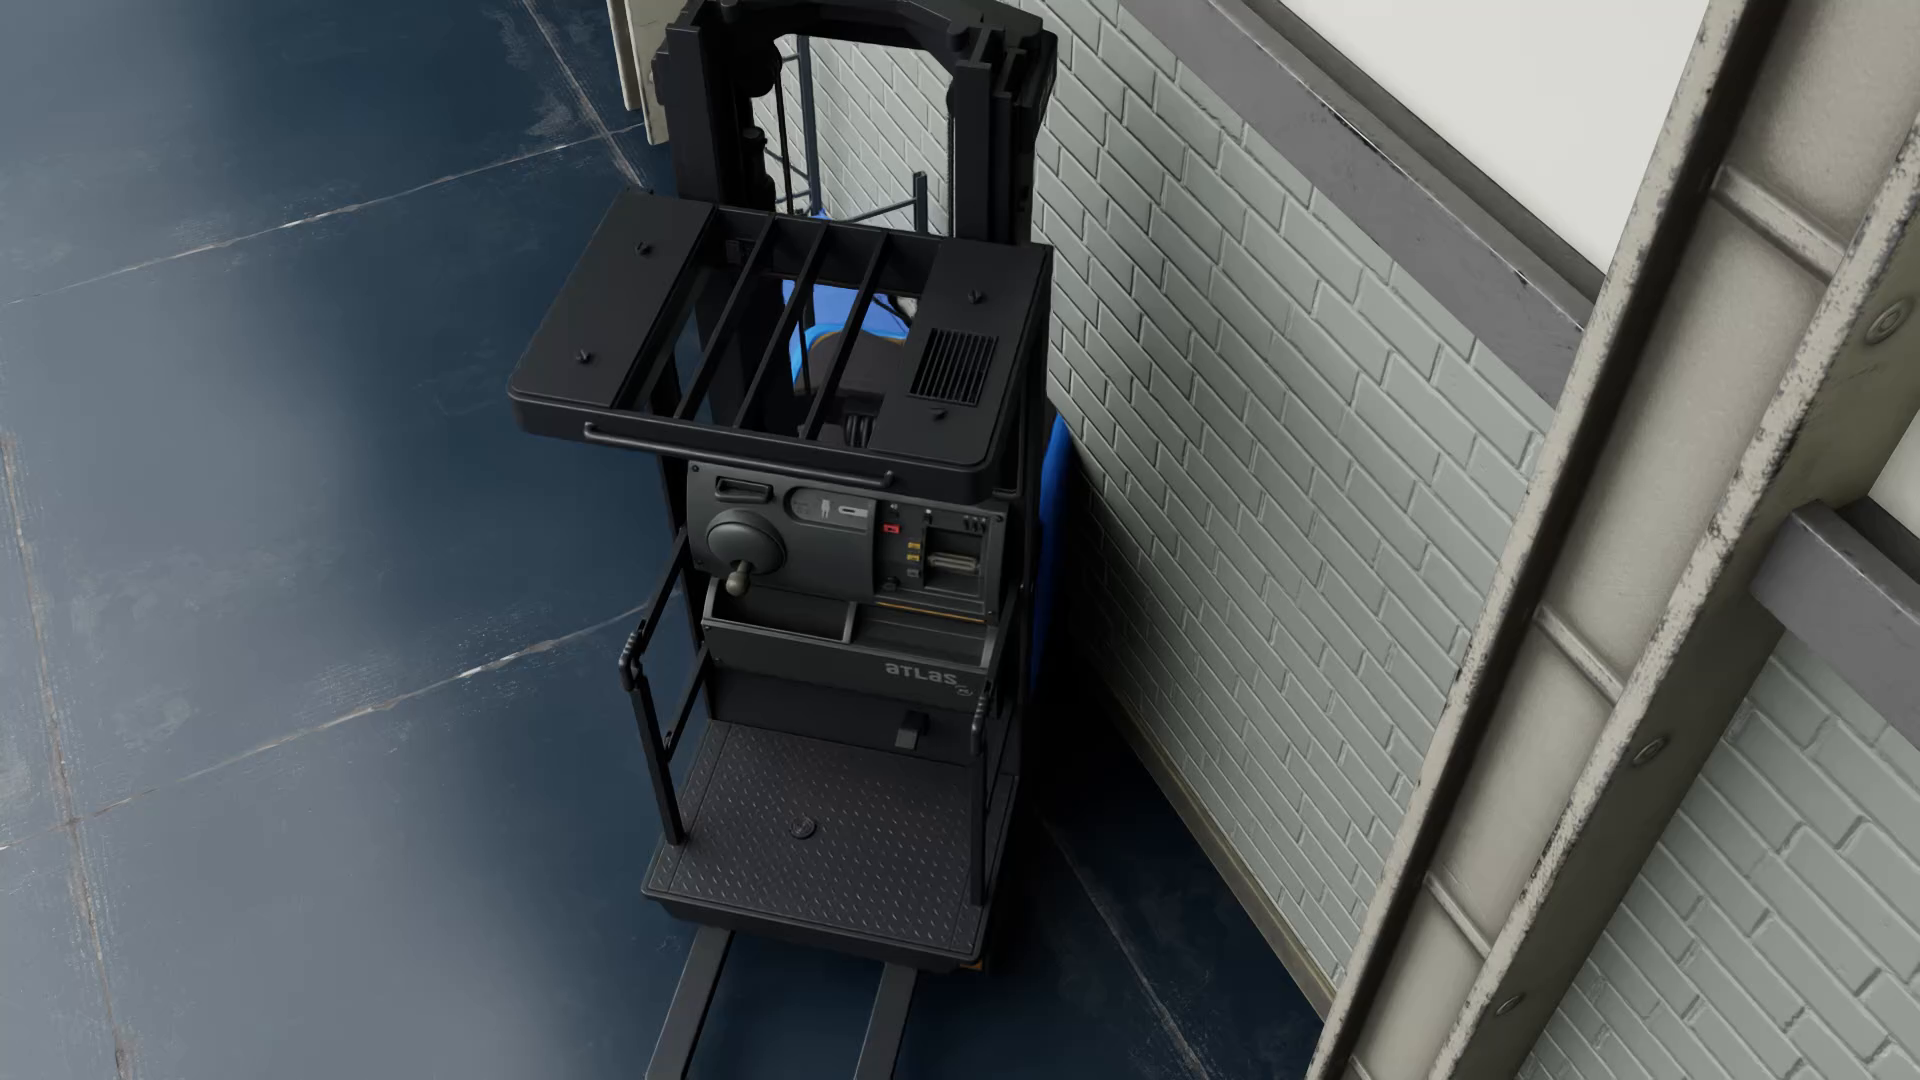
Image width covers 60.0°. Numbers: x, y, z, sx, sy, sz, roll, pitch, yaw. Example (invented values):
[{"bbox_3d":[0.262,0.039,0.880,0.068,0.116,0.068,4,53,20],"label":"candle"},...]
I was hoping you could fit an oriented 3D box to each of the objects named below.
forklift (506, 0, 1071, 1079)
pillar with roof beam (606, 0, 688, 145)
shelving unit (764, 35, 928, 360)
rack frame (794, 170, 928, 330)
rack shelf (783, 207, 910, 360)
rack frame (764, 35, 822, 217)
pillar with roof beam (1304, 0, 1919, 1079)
[{"bbox_3d":[-0.372,0.112,4.597,1.130,2.935,3.031,10,50,8],"label":"forklift"},{"bbox_3d":[-5.337,-3.652,3.858,9.100,9.000,0.400,-21,52,-18],"label":"pillar with roof beam"},{"bbox_3d":[-0.575,-1.034,6.551,0.538,1.500,1.048,-21,52,-18],"label":"shelving unit"},{"bbox_3d":[-0.342,-0.694,6.253,0.500,1.500,0.032,-21,52,-18],"label":"rack frame"},{"bbox_3d":[-0.575,-0.916,6.686,0.538,0.185,1.000,-21,52,-18],"label":"rack shelf"},{"bbox_3d":[-0.807,-1.374,6.848,0.500,1.500,0.032,-21,52,-18],"label":"rack frame"},{"bbox_3d":[-2.591,0.364,0.346,9.100,9.000,0.400,-21,52,-18],"label":"pillar with roof beam"}]
